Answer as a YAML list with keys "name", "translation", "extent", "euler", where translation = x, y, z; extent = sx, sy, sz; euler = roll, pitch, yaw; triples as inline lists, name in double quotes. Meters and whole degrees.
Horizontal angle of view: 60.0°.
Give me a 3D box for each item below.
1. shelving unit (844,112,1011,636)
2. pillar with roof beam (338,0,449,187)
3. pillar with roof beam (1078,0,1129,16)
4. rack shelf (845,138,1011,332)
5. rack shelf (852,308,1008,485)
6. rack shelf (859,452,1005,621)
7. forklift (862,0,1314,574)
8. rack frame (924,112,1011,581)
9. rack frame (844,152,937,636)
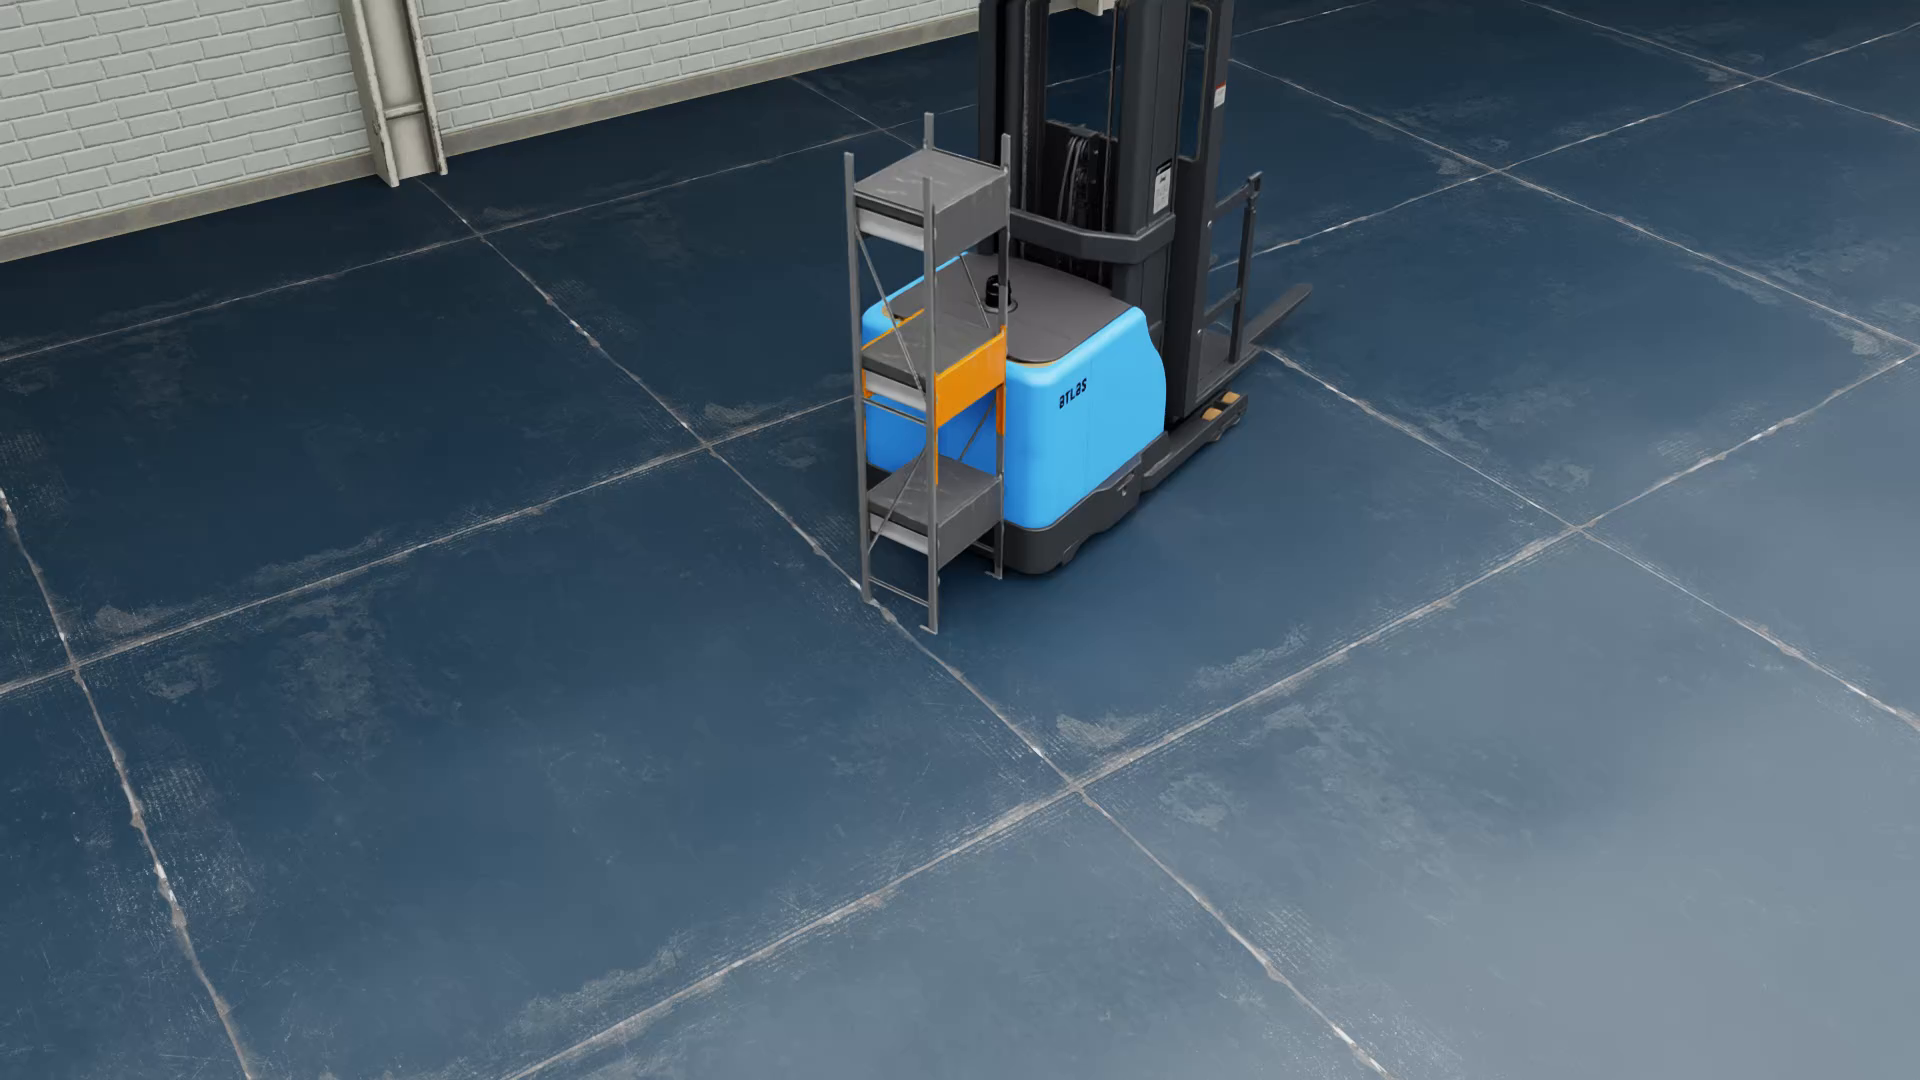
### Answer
- name: "shelving unit"
  translation: [-0.118, -0.626, 6.822]
  extent: [0.431, 2.100, 0.503]
  euler: [23, 42, 29]
- name: "pillar with roof beam"
  translation: [-1.206, -4.070, 5.702]
  extent: [0.400, 9.000, 9.100]
  euler: [-22, 41, -28]
- name: "pillar with roof beam"
  translation: [3.698, -6.088, 8.508]
  extent: [0.400, 9.000, 9.100]
  euler: [-22, 41, -28]
- name: "rack shelf"
  translation: [-0.118, -1.183, 6.421]
  extent: [0.431, 0.518, 0.480]
  euler: [23, 42, 29]
- name: "rack shelf"
  translation: [-0.118, -0.615, 6.830]
  extent: [0.431, 0.518, 0.480]
  euler: [23, 42, 29]
- name: "rack shelf"
  translation: [-0.118, -0.046, 7.239]
  extent: [0.431, 0.518, 0.480]
  euler: [23, 42, 29]
- name: "forklift"
  translation: [0.829, -1.847, 7.807]
  extent: [1.130, 2.935, 3.031]
  euler: [23, 42, 29]
- name: "rack frame"
  translation: [0.026, -0.741, 6.981]
  extent: [0.400, 2.100, 0.015]
  euler: [23, 42, 29]
- name: "rack frame"
  translation: [-0.263, -0.511, 6.662]
  extent: [0.400, 2.100, 0.015]
  euler: [23, 42, 29]
